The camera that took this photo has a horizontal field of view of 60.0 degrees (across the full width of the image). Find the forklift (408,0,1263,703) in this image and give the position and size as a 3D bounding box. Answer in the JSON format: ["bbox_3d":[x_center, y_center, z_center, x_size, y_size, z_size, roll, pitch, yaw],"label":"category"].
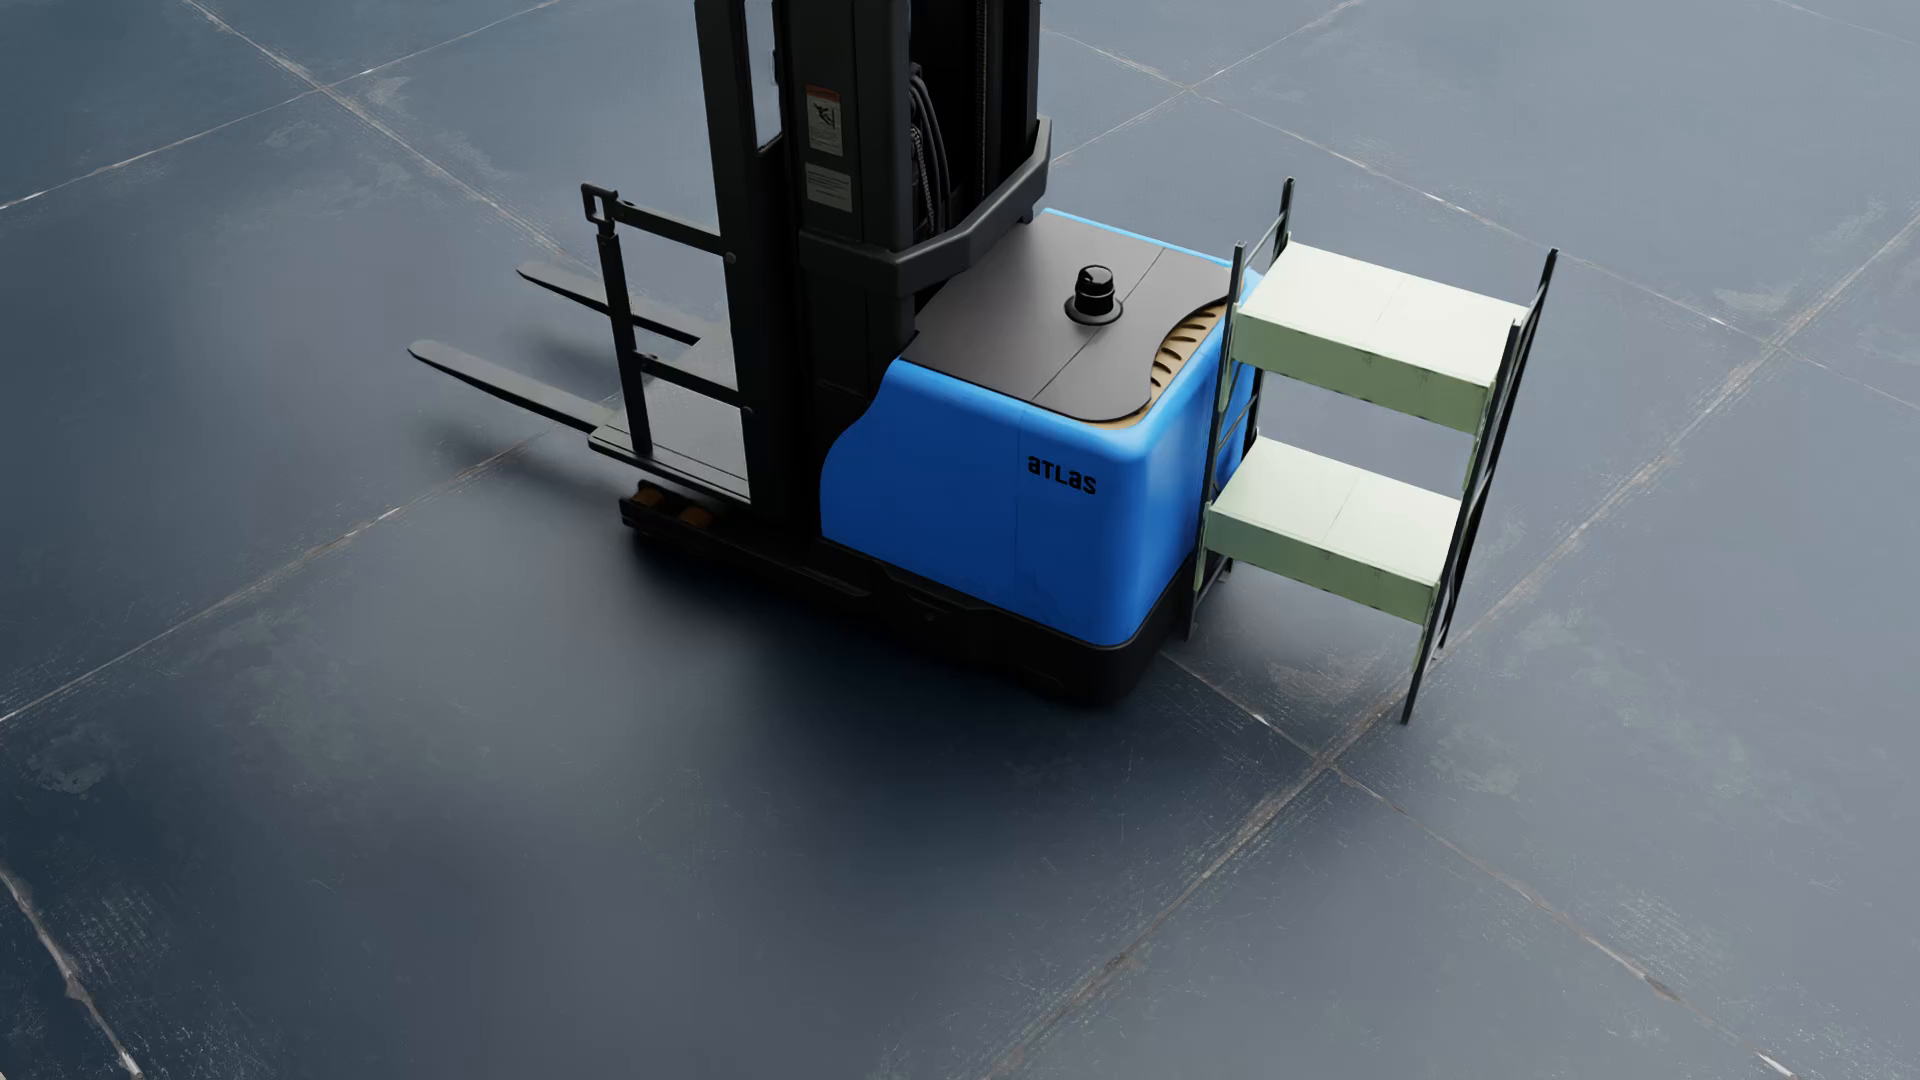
[{"bbox_3d":[-0.580,-1.313,5.012,3.031,2.935,1.130,21,47,21],"label":"forklift"}]

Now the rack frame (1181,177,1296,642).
[{"bbox_3d":[0.826,-0.340,5.009,0.023,1.500,0.400,21,47,21],"label":"rack frame"}]

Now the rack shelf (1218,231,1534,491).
[{"bbox_3d":[1.148,-0.506,4.616,0.720,0.370,0.431,21,47,21],"label":"rack shelf"}]

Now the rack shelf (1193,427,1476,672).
[{"bbox_3d":[1.146,0.019,5.103,0.720,0.370,0.431,21,47,21],"label":"rack shelf"}]

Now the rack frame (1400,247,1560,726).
[{"bbox_3d":[1.468,-0.099,4.752,0.023,1.500,0.400,21,47,21],"label":"rack frame"}]

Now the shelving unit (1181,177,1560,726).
[{"bbox_3d":[1.147,-0.220,4.881,0.755,1.500,0.431,21,47,21],"label":"shelving unit"}]
